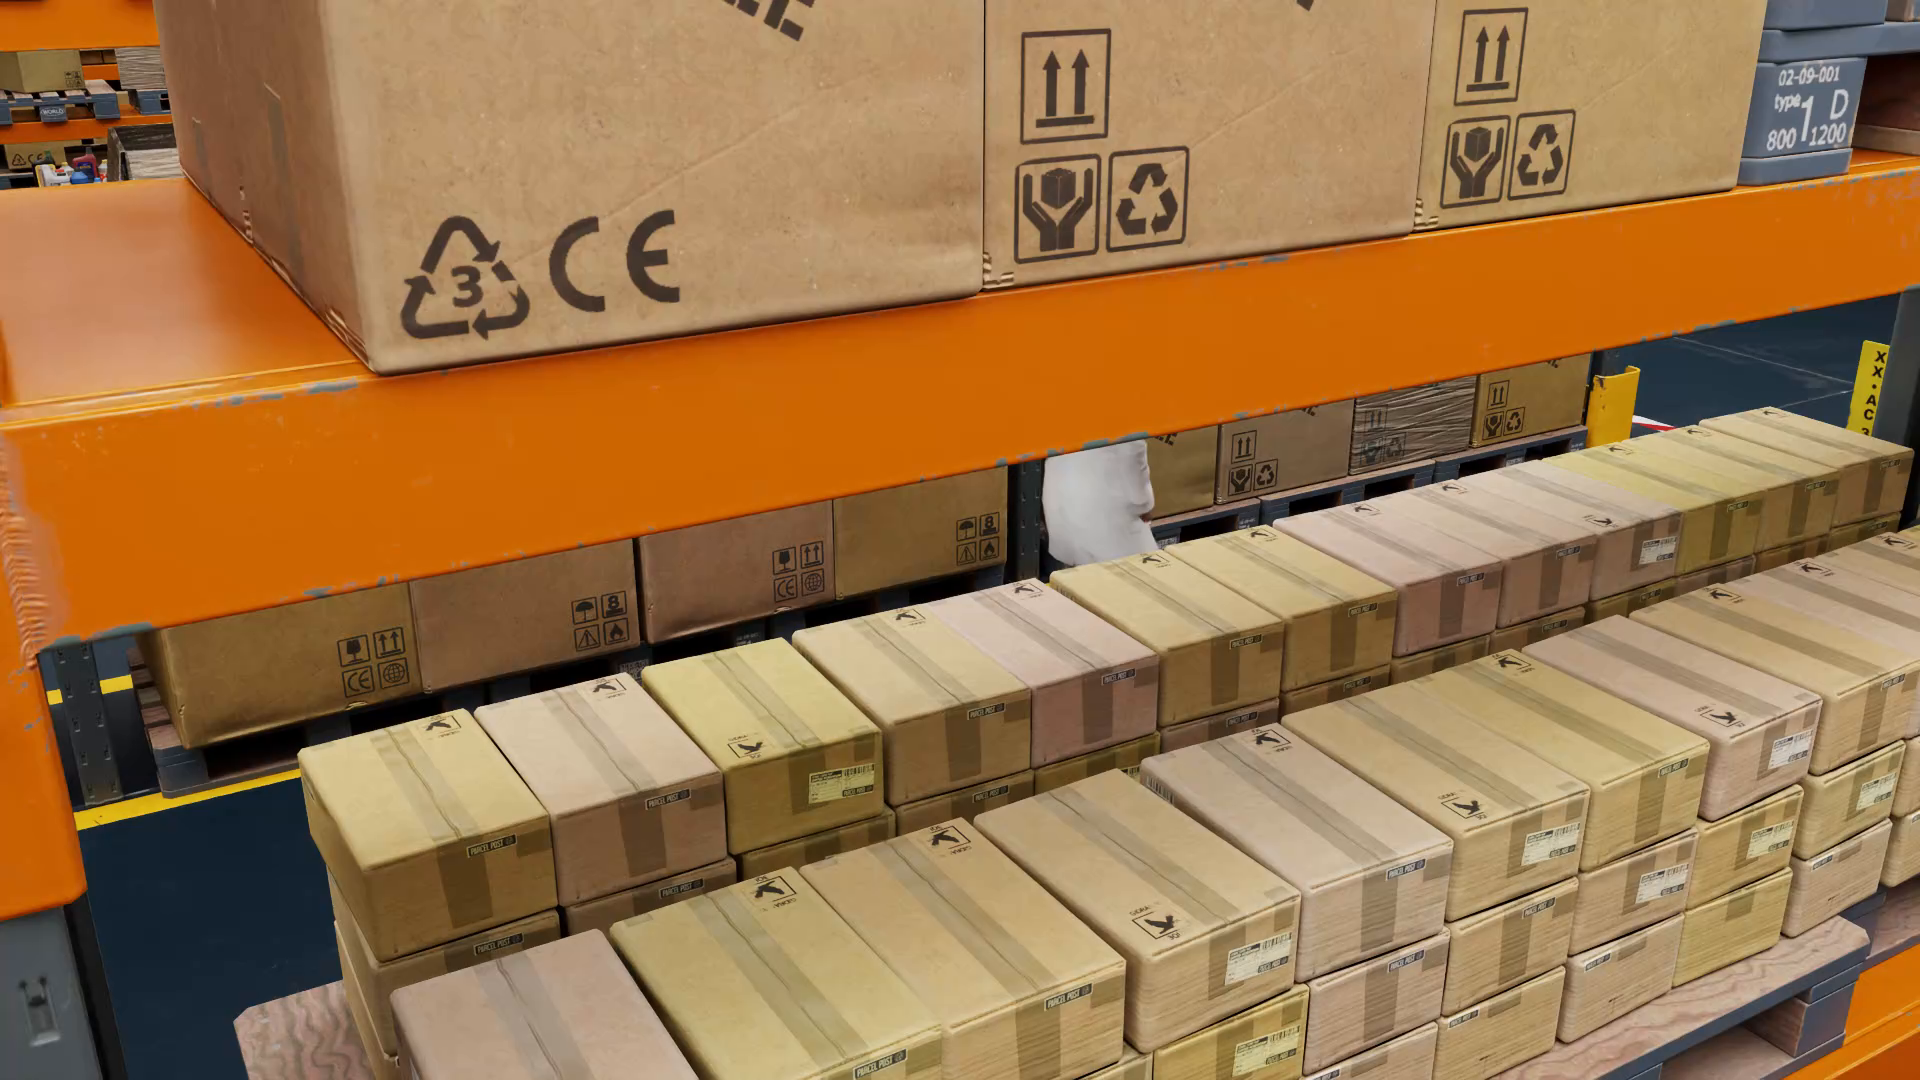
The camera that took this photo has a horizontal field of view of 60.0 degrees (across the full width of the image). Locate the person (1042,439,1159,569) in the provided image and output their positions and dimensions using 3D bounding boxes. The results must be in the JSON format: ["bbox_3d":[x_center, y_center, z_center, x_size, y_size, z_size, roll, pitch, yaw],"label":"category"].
[{"bbox_3d":[0.531,-0.151,6.561,0.402,1.738,0.583,-14,26,-32],"label":"person"}]
